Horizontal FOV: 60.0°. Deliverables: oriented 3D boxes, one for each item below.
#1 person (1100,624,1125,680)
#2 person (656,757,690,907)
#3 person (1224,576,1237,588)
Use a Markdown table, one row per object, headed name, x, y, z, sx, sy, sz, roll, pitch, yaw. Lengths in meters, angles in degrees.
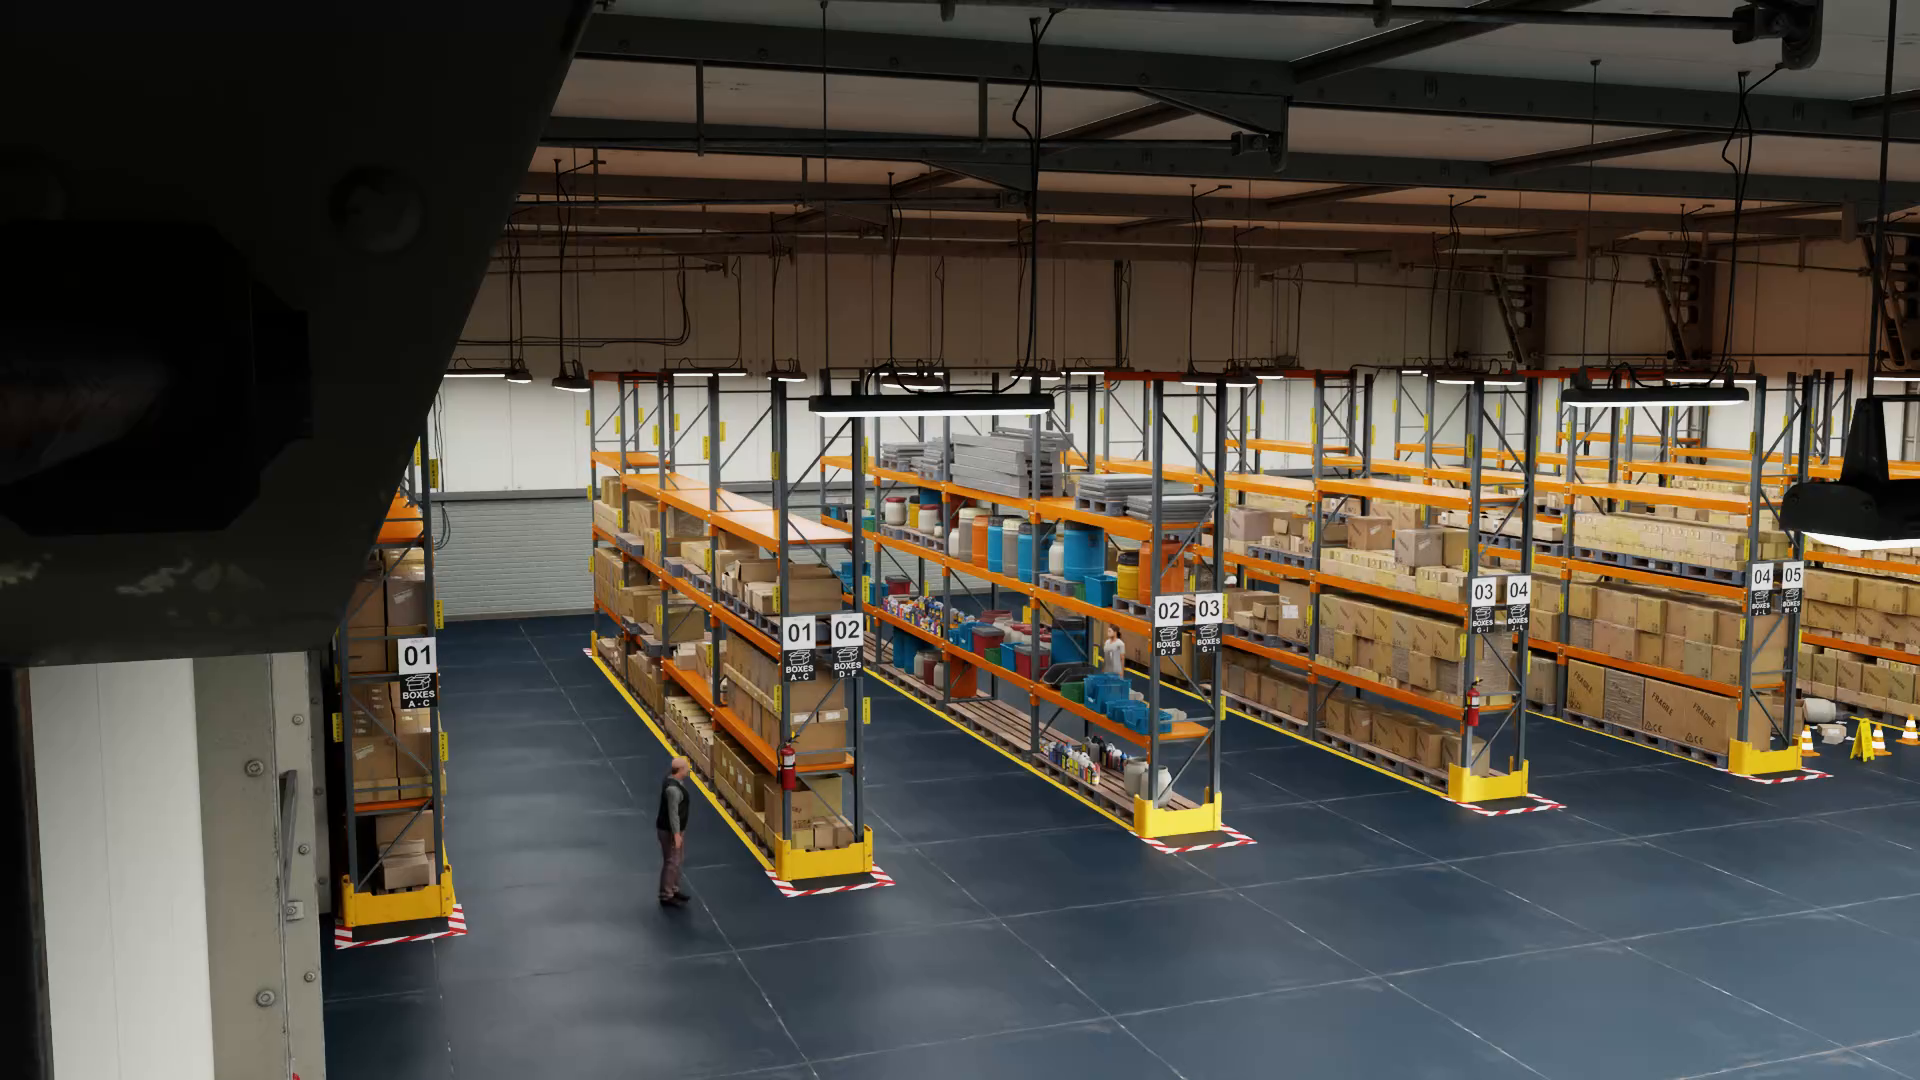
| name | x | y | z | sx | sy | sz | roll | pitch | yaw |
| --- | --- | --- | --- | --- | --- | --- | --- | --- | --- |
| person | 2.587 | 2.291 | 28.715 | 0.559 | 1.684 | 0.474 | -6 | 9 | -45 |
| person | -3.307 | 3.349 | 19.157 | 0.389 | 1.732 | 0.574 | -1 | 6 | -7 |
| person | 5.563 | 1.620 | 34.411 | 0.435 | 1.772 | 0.592 | 0 | 6 | -3 |
